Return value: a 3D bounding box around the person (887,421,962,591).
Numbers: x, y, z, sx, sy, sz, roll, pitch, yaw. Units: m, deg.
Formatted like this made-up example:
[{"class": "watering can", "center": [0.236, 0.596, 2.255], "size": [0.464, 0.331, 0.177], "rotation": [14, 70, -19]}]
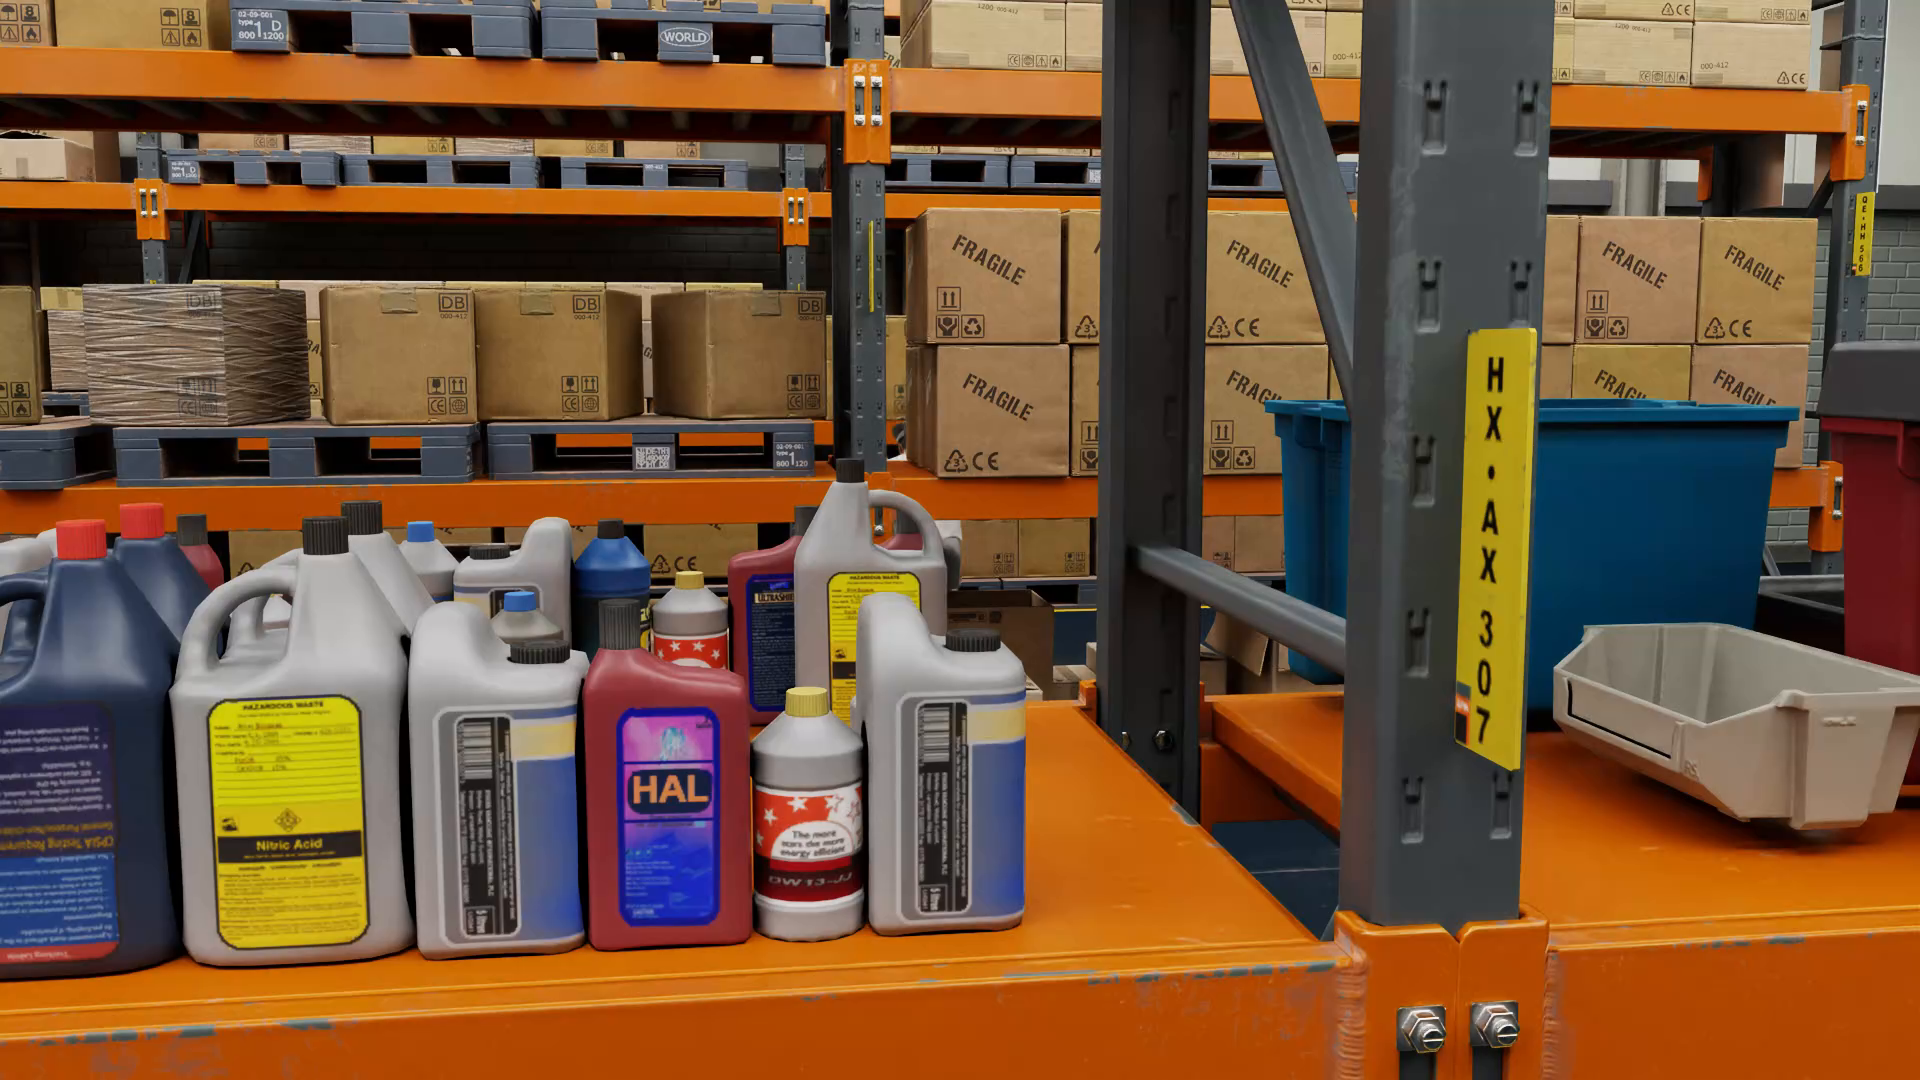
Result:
[{"class": "person", "center": [-0.239, 0.020, 9.459], "size": [0.535, 1.375, 0.709], "rotation": [-1, 7, -9]}]
